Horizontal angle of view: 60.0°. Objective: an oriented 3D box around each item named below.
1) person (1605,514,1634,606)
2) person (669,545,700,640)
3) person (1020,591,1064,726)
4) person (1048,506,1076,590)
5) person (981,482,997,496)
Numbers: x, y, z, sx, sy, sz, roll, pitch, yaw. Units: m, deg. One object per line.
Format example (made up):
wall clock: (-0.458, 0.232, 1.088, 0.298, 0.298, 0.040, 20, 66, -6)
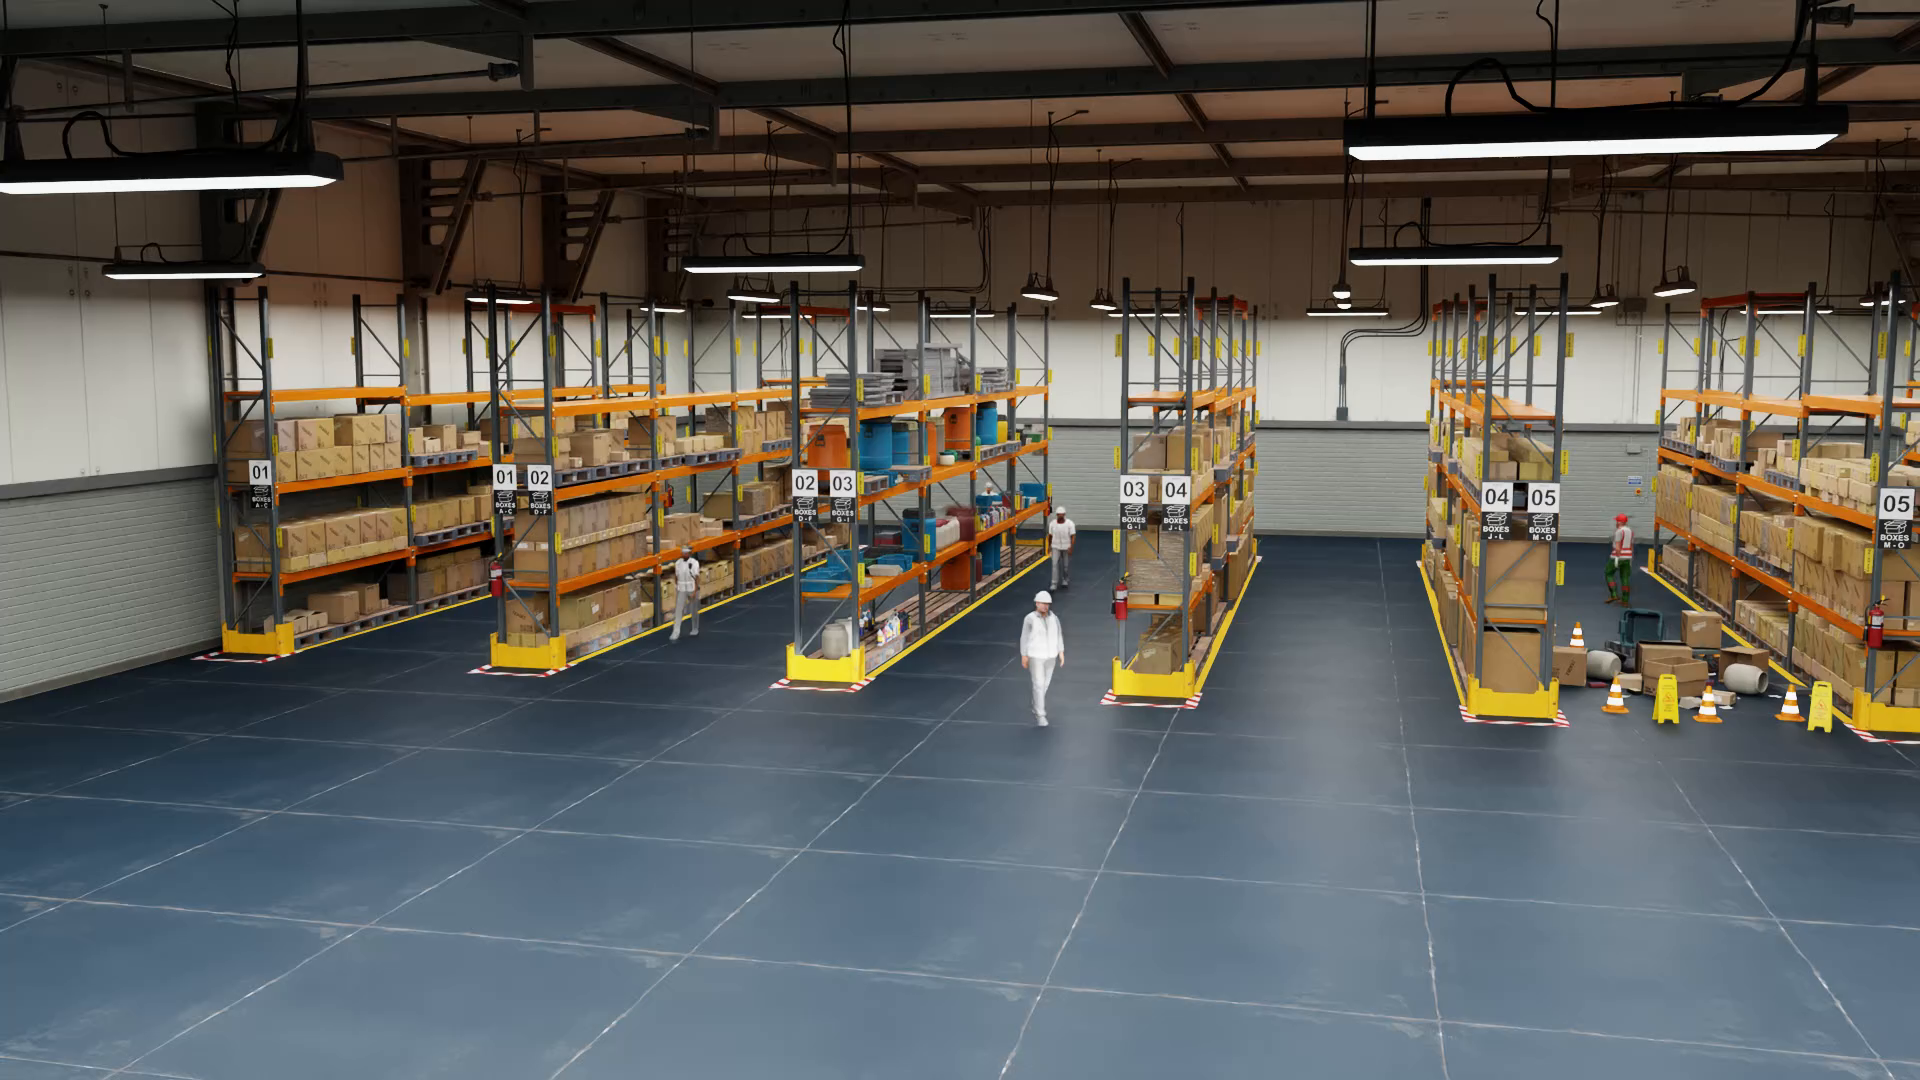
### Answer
person: (12.934, 0.379, 32.458, 0.518, 1.763, 0.545, -1, 7, -7)
person: (-4.723, 0.885, 28.656, 0.469, 1.623, 0.968, 0, 7, 0)
person: (1.130, 1.557, 22.342, 0.569, 1.737, 0.871, -4, 7, -28)
person: (2.110, 0.152, 34.595, 0.593, 1.695, 1.067, 1, 7, 5)
person: (0.733, -0.649, 41.998, 0.494, 1.626, 0.872, 4, 7, 28)
